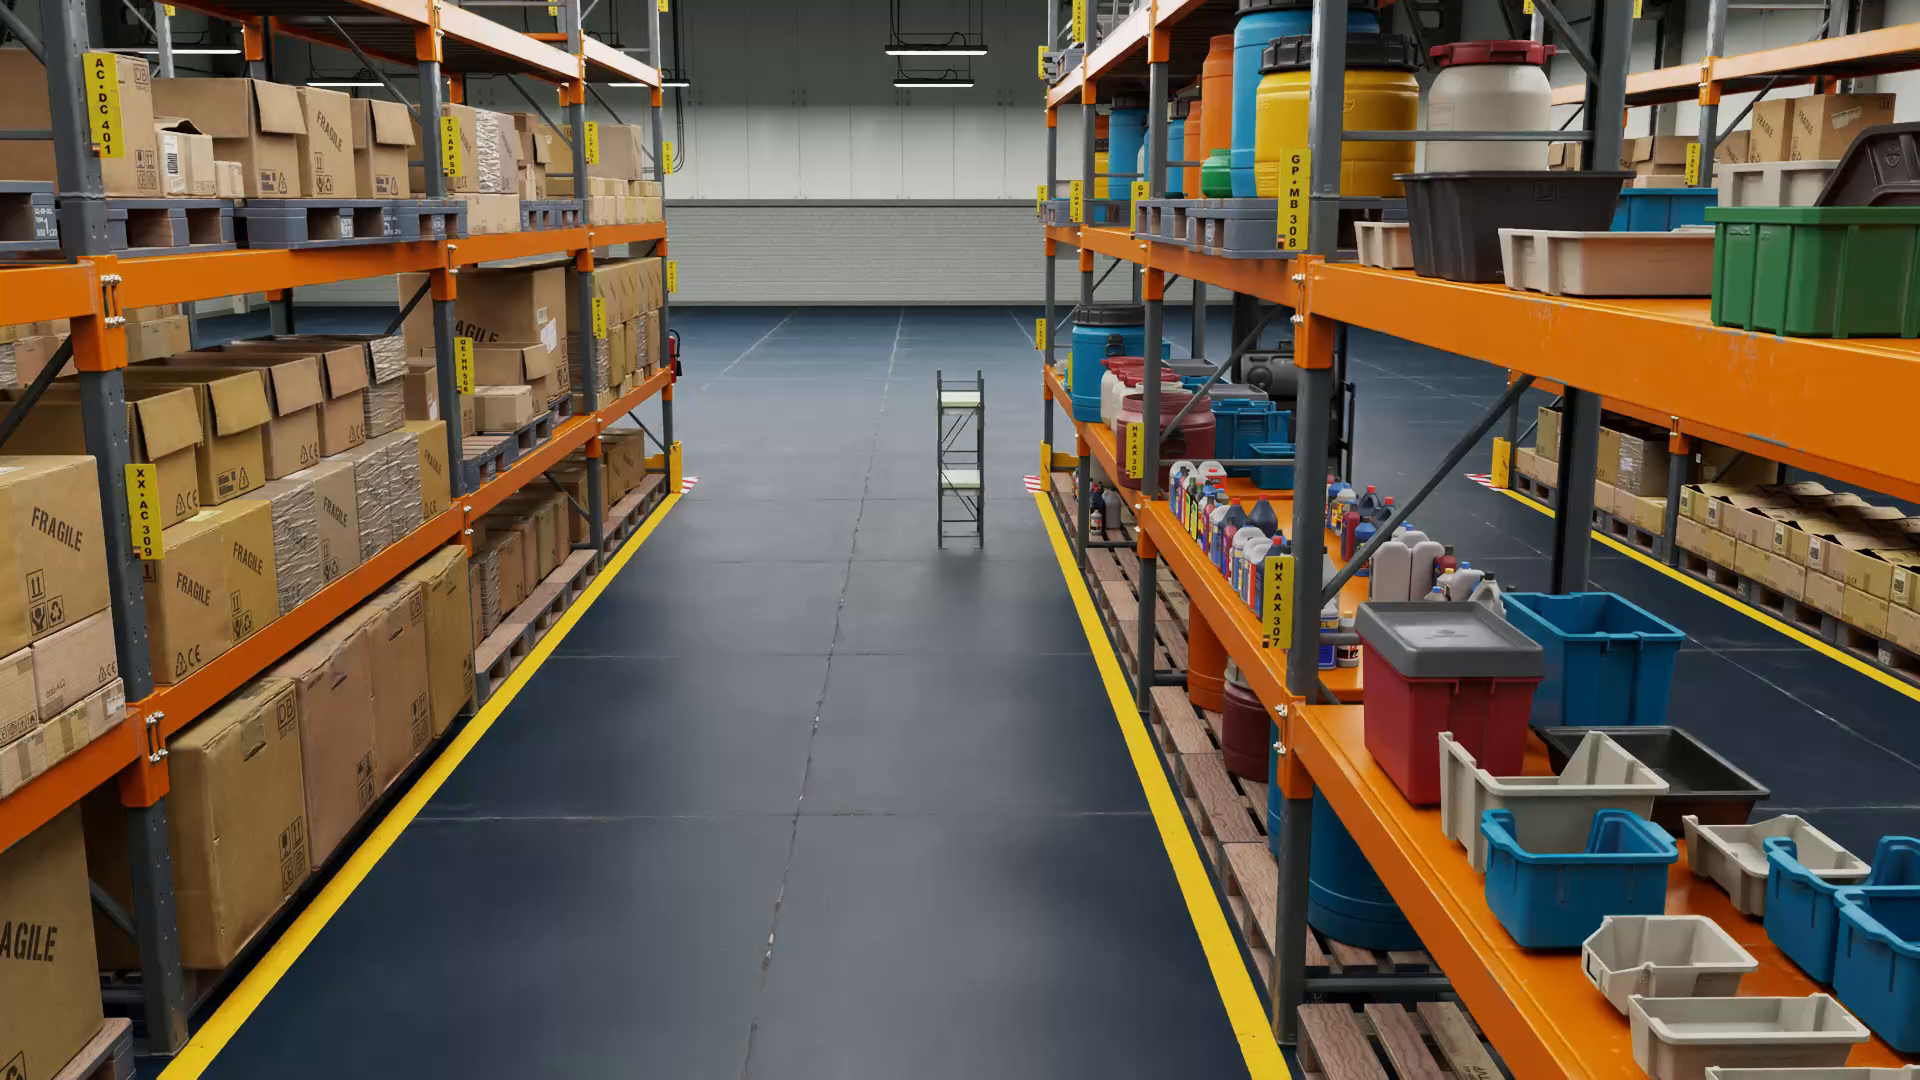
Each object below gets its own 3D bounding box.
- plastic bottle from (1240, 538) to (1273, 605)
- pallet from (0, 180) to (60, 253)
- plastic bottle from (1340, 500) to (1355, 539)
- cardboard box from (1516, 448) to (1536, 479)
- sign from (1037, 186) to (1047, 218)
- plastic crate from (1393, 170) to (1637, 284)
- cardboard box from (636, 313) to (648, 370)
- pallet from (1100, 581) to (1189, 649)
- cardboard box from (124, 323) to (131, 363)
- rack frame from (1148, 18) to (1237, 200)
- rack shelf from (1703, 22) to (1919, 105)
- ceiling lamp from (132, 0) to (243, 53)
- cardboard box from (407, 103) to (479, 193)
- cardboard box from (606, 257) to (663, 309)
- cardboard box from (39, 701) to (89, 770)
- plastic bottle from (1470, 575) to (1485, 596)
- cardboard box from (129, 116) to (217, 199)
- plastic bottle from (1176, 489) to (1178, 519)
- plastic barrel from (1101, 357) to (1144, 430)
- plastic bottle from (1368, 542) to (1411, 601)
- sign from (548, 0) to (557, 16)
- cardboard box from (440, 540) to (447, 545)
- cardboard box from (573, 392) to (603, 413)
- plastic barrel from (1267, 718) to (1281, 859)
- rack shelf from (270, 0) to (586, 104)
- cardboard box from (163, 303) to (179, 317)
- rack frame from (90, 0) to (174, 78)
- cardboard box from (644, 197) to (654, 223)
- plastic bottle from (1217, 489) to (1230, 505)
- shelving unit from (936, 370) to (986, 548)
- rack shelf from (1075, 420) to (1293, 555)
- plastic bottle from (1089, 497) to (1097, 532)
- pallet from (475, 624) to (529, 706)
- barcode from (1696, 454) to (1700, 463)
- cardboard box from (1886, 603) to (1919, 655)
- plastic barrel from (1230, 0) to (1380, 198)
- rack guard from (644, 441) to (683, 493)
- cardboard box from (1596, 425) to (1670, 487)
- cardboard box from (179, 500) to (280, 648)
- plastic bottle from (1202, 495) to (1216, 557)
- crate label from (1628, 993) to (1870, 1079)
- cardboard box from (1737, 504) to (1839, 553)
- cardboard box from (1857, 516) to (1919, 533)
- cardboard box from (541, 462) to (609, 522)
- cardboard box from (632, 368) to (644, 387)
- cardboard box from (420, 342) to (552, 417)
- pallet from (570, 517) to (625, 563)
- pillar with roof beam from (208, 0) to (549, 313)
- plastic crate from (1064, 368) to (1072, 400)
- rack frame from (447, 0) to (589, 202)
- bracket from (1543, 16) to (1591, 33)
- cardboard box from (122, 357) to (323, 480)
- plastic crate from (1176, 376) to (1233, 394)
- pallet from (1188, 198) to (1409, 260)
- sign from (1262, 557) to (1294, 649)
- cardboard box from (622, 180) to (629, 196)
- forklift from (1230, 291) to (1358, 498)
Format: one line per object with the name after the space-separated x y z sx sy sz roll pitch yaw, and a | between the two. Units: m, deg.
1.297 0.135 7.160 0.152 0.276 0.135 0 11 -1 | plastic bottle
-3.296 -0.893 4.593 1.003 0.211 1.213 0 11 -1 | pallet
2.001 -0.102 8.519 0.097 0.201 0.097 0 11 0 | plastic bottle
6.142 -0.805 17.341 0.500 0.250 0.500 0 11 -1 | cardboard box
0.851 -3.507 17.236 0.100 0.325 0.005 0 11 -1 | sign
1.401 -0.807 4.277 0.497 0.269 0.590 0 11 -1 | plastic crate
-3.469 -1.901 15.885 0.875 0.500 0.500 0 11 -1 | cardboard box
1.567 0.526 11.933 1.003 0.211 1.213 0 11 -1 | pallet
-8.539 -1.793 15.973 0.875 0.550 0.550 0 11 -1 | cardboard box
1.567 -3.384 9.107 1.000 3.000 0.127 0 11 -1 | rack frame
6.478 -3.253 11.275 1.077 0.370 4.000 0 11 -1 | rack shelf
-14.911 -11.015 32.039 2.000 3.185 0.800 0 11 -1 | ceiling lamp
-3.138 -2.282 9.711 0.500 0.500 0.500 0 11 -1 | cardboard box
-3.292 -2.591 16.769 0.500 0.500 0.500 0 11 -1 | cardboard box
-2.963 0.605 5.164 0.380 0.149 0.250 0 11 0 | cardboard box
2.043 0.271 6.504 0.097 0.271 0.097 0 11 0 | plastic bottle
-3.235 -1.479 6.430 0.500 0.311 0.500 -1 11 -3 | cardboard box
1.230 -0.217 9.084 0.097 0.201 0.097 0 11 0 | plastic bottle
1.285 -1.115 12.668 0.433 0.535 0.433 0 11 0 | plastic barrel
1.849 0.135 7.162 0.152 0.276 0.135 0 11 -1 | plastic bottle
-4.093 -5.448 16.734 0.100 0.325 0.005 0 11 -1 | sign
-3.429 0.085 10.390 0.500 0.250 0.500 0 11 1 | cardboard box
-3.172 -1.140 13.765 0.380 0.149 0.250 0 11 -1 | cardboard box
1.641 0.925 7.179 0.600 0.901 0.708 0 11 -1 | plastic barrel
-3.427 -3.213 11.078 1.077 0.370 4.000 0 11 -1 | rack shelf
-8.543 -2.543 16.954 0.875 0.550 0.550 0 11 -1 | cardboard box
-8.512 -4.954 16.844 1.000 3.000 0.127 0 11 -1 | rack frame
-3.273 -3.217 16.202 0.500 0.250 0.500 0 11 -1 | cardboard box
1.386 -0.172 8.861 0.097 0.201 0.097 0 11 0 | plastic bottle
0.000 -0.736 14.917 0.431 1.500 0.755 0 11 -1 | shelving unit
1.525 -0.489 11.735 1.077 0.370 4.000 0 11 -1 | rack shelf
1.144 -0.218 14.314 0.061 0.283 0.133 0 11 2 | plastic bottle
-3.400 0.787 10.647 1.003 0.211 1.213 0 11 -1 | pallet
6.025 -0.668 13.571 0.001 0.075 0.075 0 11 -1 | barcode
6.264 0.574 10.543 0.500 0.250 0.500 0 11 0 | cardboard box
1.461 -1.909 7.064 0.600 0.901 0.708 0 11 -1 | plastic barrel
-3.549 -0.774 17.616 1.175 0.500 0.348 0 11 -1 | rack guard
6.196 -0.775 15.307 0.500 0.500 0.500 0 11 -1 | cardboard box
-3.073 0.130 6.623 0.500 0.500 0.500 0 11 -1 | cardboard box
1.231 -0.070 8.152 0.061 0.283 0.133 0 11 -1 | plastic bottle
1.512 0.972 3.238 0.396 0.136 0.243 0 11 -1 | crate label
6.213 -0.106 12.488 0.500 0.311 0.500 -1 11 -3 | cardboard box
6.763 -0.010 12.014 0.500 0.311 0.500 0 11 -2 | cardboard box
-3.456 -0.393 14.683 0.500 0.500 0.500 4 12 17 | cardboard box
-3.202 -1.537 15.724 0.380 0.149 0.250 0 11 -1 | cardboard box
-3.340 -1.131 11.774 0.797 0.503 0.637 1 12 5 | cardboard box
-3.517 0.014 14.457 1.003 0.211 1.213 0 11 -1 | pallet
-15.623 -10.731 45.322 9.100 9.000 0.548 0 11 -1 | pillar with roof beam
1.190 -1.385 14.717 0.499 0.251 0.616 0 11 -1 | plastic crate
-3.468 -4.159 12.926 1.000 3.000 0.127 0 11 -1 | rack frame
11.521 -9.626 30.819 0.076 0.066 4.783 0 11 -1 | bracket
-3.355 -0.556 7.482 0.797 0.503 0.637 0 11 1 | cardboard box
1.818 -1.013 12.550 0.392 0.384 0.575 0 11 -1 | plastic crate
1.535 -1.182 6.271 1.213 0.211 1.003 0 11 -1 | pallet
1.099 0.217 5.748 0.100 0.325 0.005 0 11 -1 | sign
-3.254 -3.239 15.309 0.380 0.149 0.250 -1 11 -4 | cardboard box
3.134 -1.607 15.609 1.130 2.935 3.031 0 11 -1 | forklift
